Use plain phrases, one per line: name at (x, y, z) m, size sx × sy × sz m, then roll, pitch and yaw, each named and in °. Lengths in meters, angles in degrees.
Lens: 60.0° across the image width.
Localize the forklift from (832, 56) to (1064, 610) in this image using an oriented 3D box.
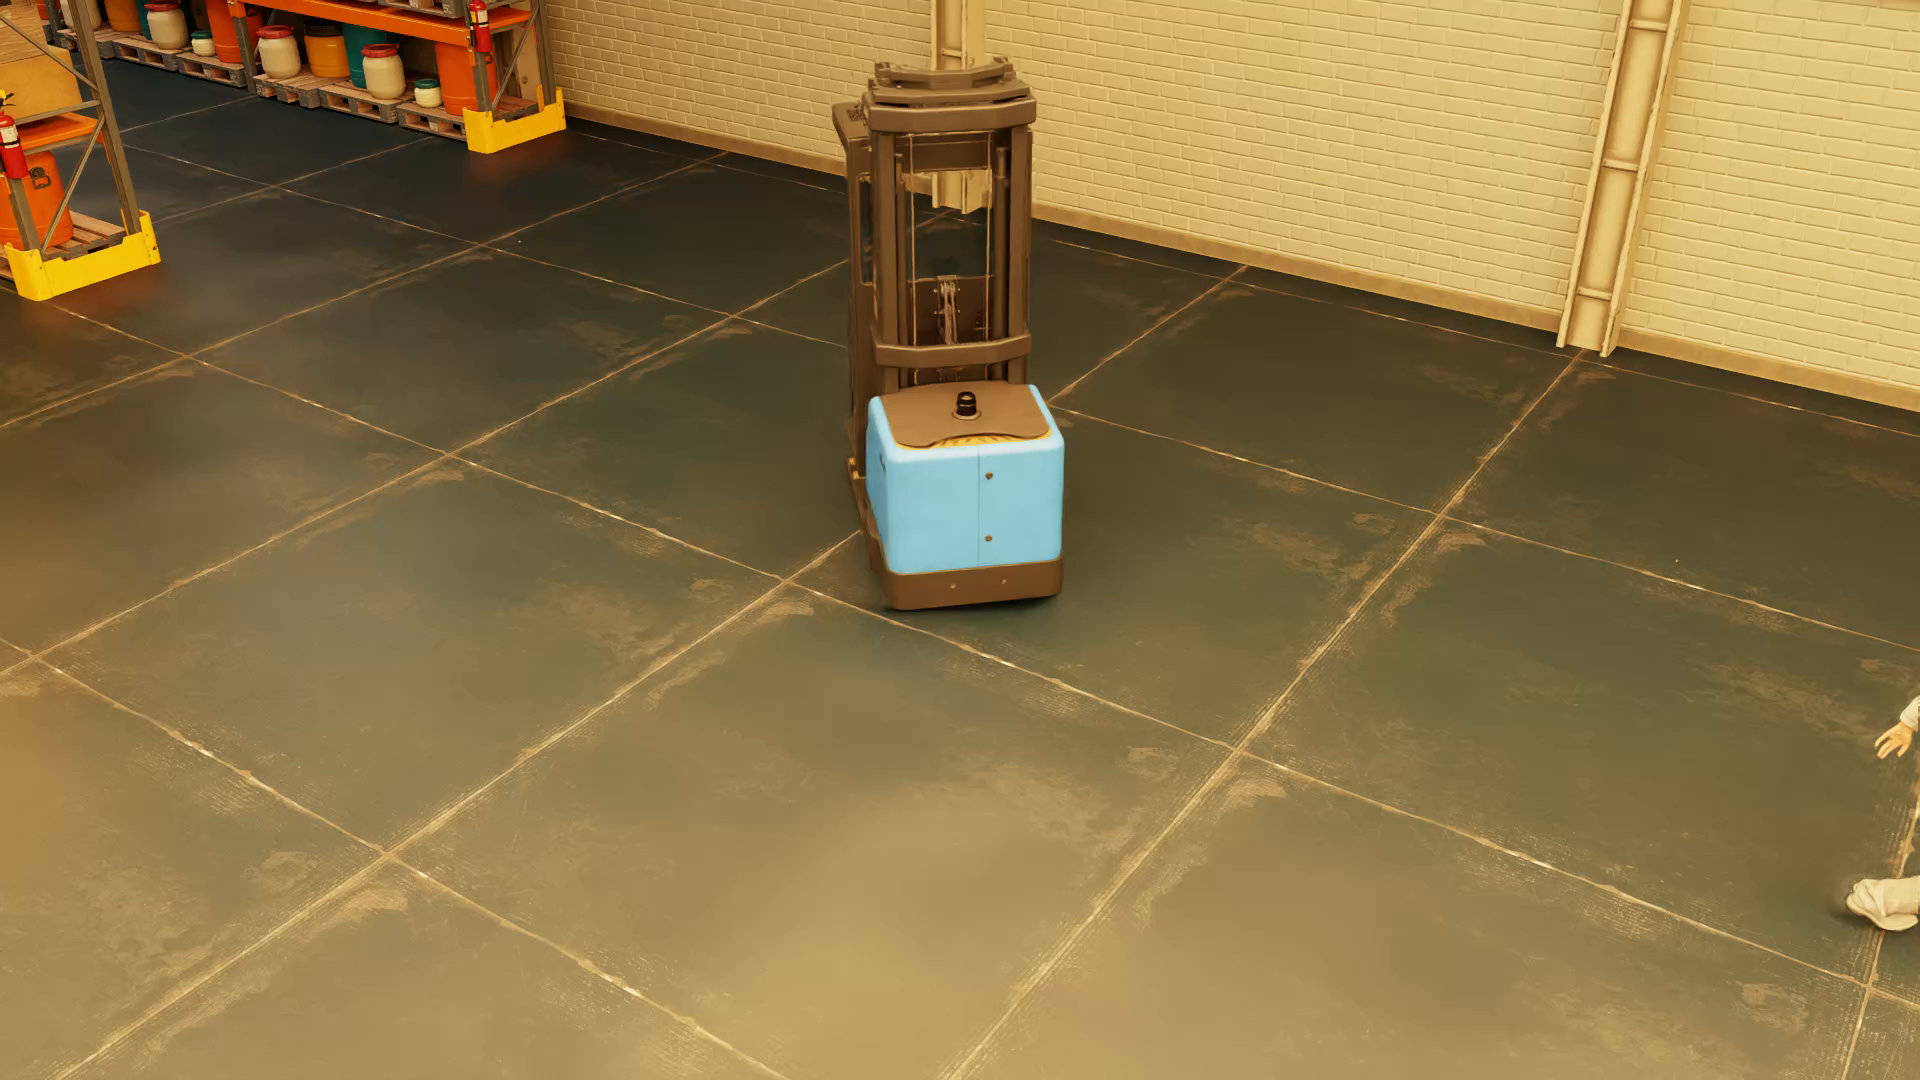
forklift at (-0.165, -1.584, 10.310) m, size 1.130 × 2.935 × 3.031 m, roll -5°, pitch 31°, yaw -9°

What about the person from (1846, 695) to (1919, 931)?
person at (4.364, 1.048, 7.044) m, size 0.871 × 1.687 × 0.572 m, roll 15°, pitch 33°, yaw 24°
